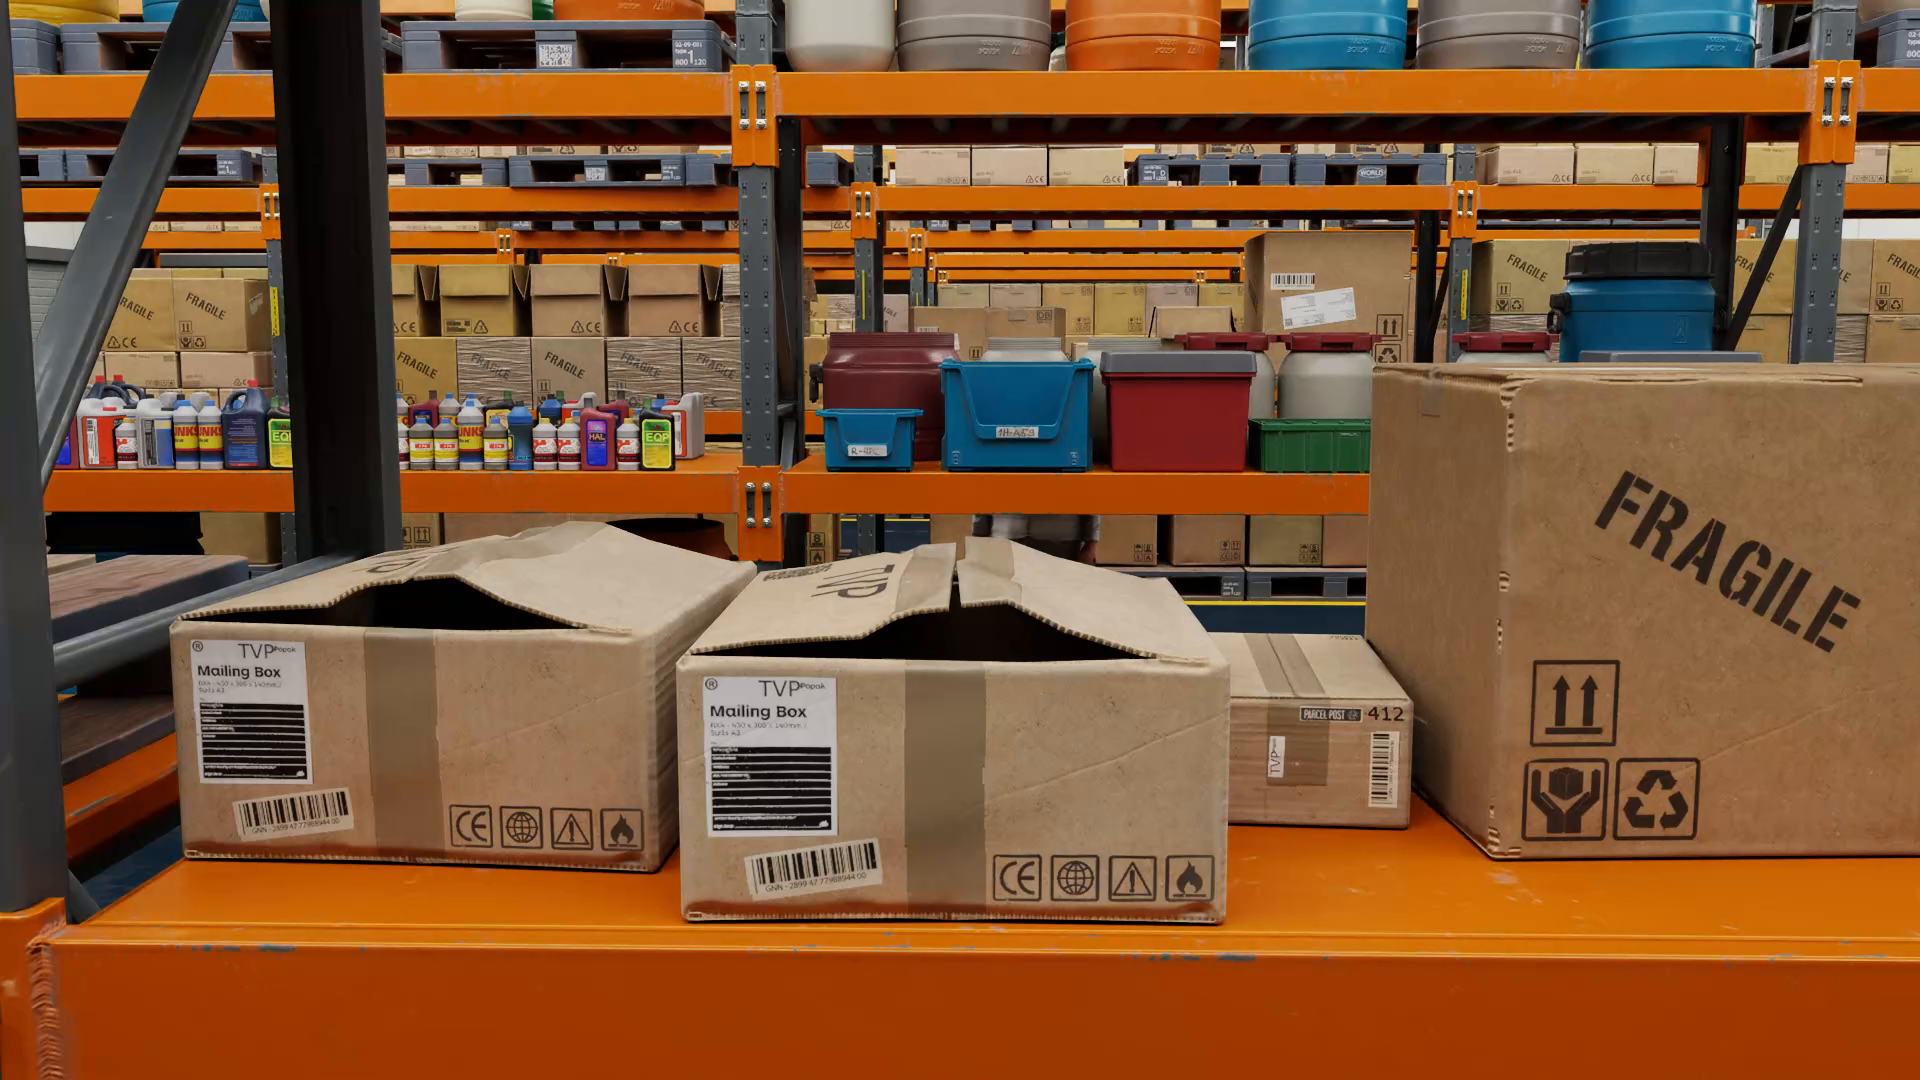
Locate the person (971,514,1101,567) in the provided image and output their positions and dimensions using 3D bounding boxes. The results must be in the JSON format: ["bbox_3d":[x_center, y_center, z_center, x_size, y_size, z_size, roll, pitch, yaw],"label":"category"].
[{"bbox_3d":[0.337,0.020,7.499,0.594,1.772,0.461,2,7,15],"label":"person"}]
